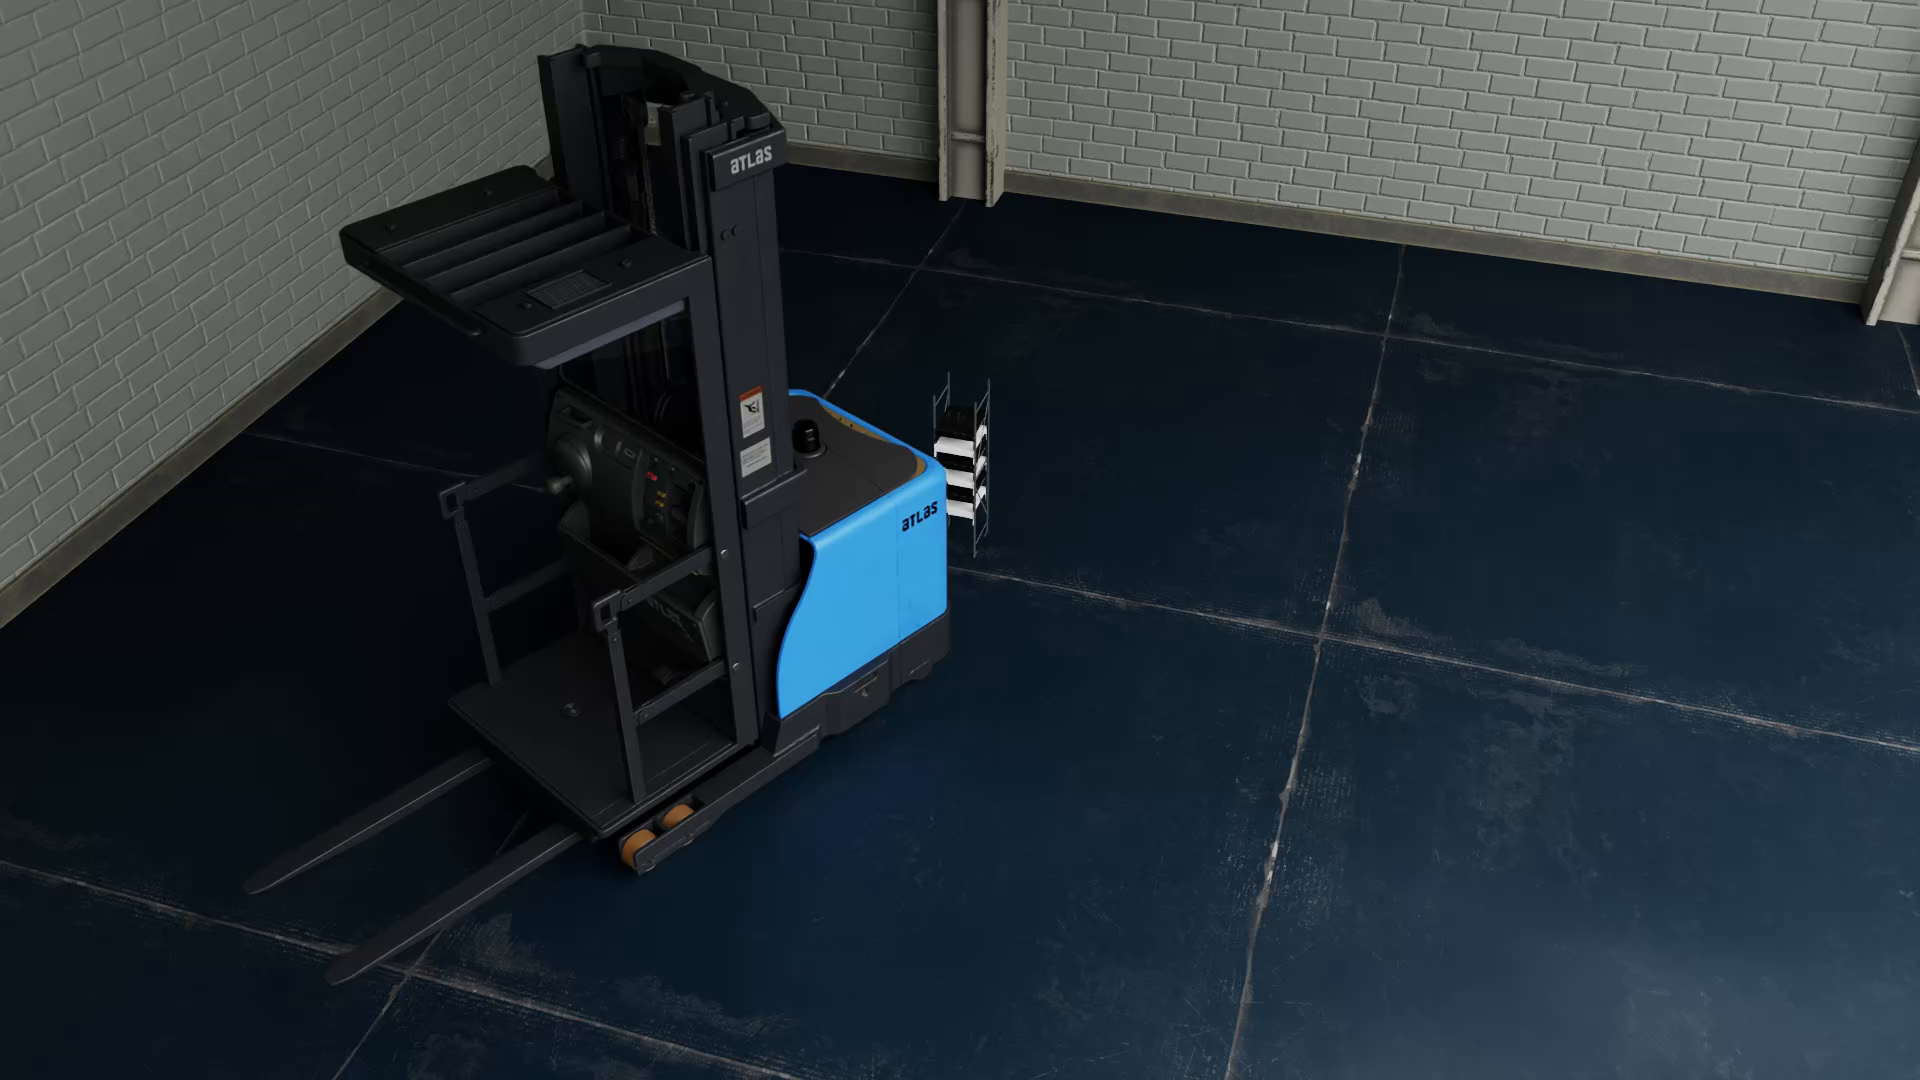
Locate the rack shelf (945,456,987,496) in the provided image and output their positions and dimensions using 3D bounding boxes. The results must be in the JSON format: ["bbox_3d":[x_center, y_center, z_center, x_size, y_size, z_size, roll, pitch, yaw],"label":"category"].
[{"bbox_3d":[0.008,-0.334,8.186,0.200,0.077,0.258,10,38,14],"label":"rack shelf"}]

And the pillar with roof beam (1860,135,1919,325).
[{"bbox_3d":[4.526,-2.569,4.334,0.400,9.000,9.100,10,38,14],"label":"pillar with roof beam"}]

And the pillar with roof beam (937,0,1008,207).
[{"bbox_3d":[-1.201,-3.629,5.775,0.400,9.000,9.100,10,38,14],"label":"pillar with roof beam"}]

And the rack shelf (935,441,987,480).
[{"bbox_3d":[0.008,-0.407,8.133,0.200,0.077,0.258,10,38,14],"label":"rack shelf"}]

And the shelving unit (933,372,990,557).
[{"bbox_3d":[0.008,-0.361,8.166,0.210,0.900,0.258,10,38,14],"label":"shelving unit"}]

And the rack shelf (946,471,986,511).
[{"bbox_3d":[0.008,-0.262,8.239,0.200,0.077,0.258,10,38,14],"label":"rack shelf"}]

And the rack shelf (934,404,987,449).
[{"bbox_3d":[0.008,-0.552,8.026,0.200,0.077,0.258,10,38,14],"label":"rack shelf"}]

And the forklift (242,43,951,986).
[{"bbox_3d":[-1.426,-0.202,6.237,1.130,2.935,3.031,30,46,34],"label":"forklift"}]

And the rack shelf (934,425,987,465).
[{"bbox_3d":[0.008,-0.479,8.079,0.200,0.077,0.258,10,38,14],"label":"rack shelf"}]

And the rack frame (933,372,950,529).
[{"bbox_3d":[-0.089,-0.379,8.191,0.006,0.900,0.240,10,38,14],"label":"rack frame"}]

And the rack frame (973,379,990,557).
[{"bbox_3d":[0.105,-0.343,8.142,0.006,0.900,0.240,10,38,14],"label":"rack frame"}]

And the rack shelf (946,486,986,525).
[{"bbox_3d":[0.008,-0.189,8.293,0.200,0.077,0.258,10,38,14],"label":"rack shelf"}]
